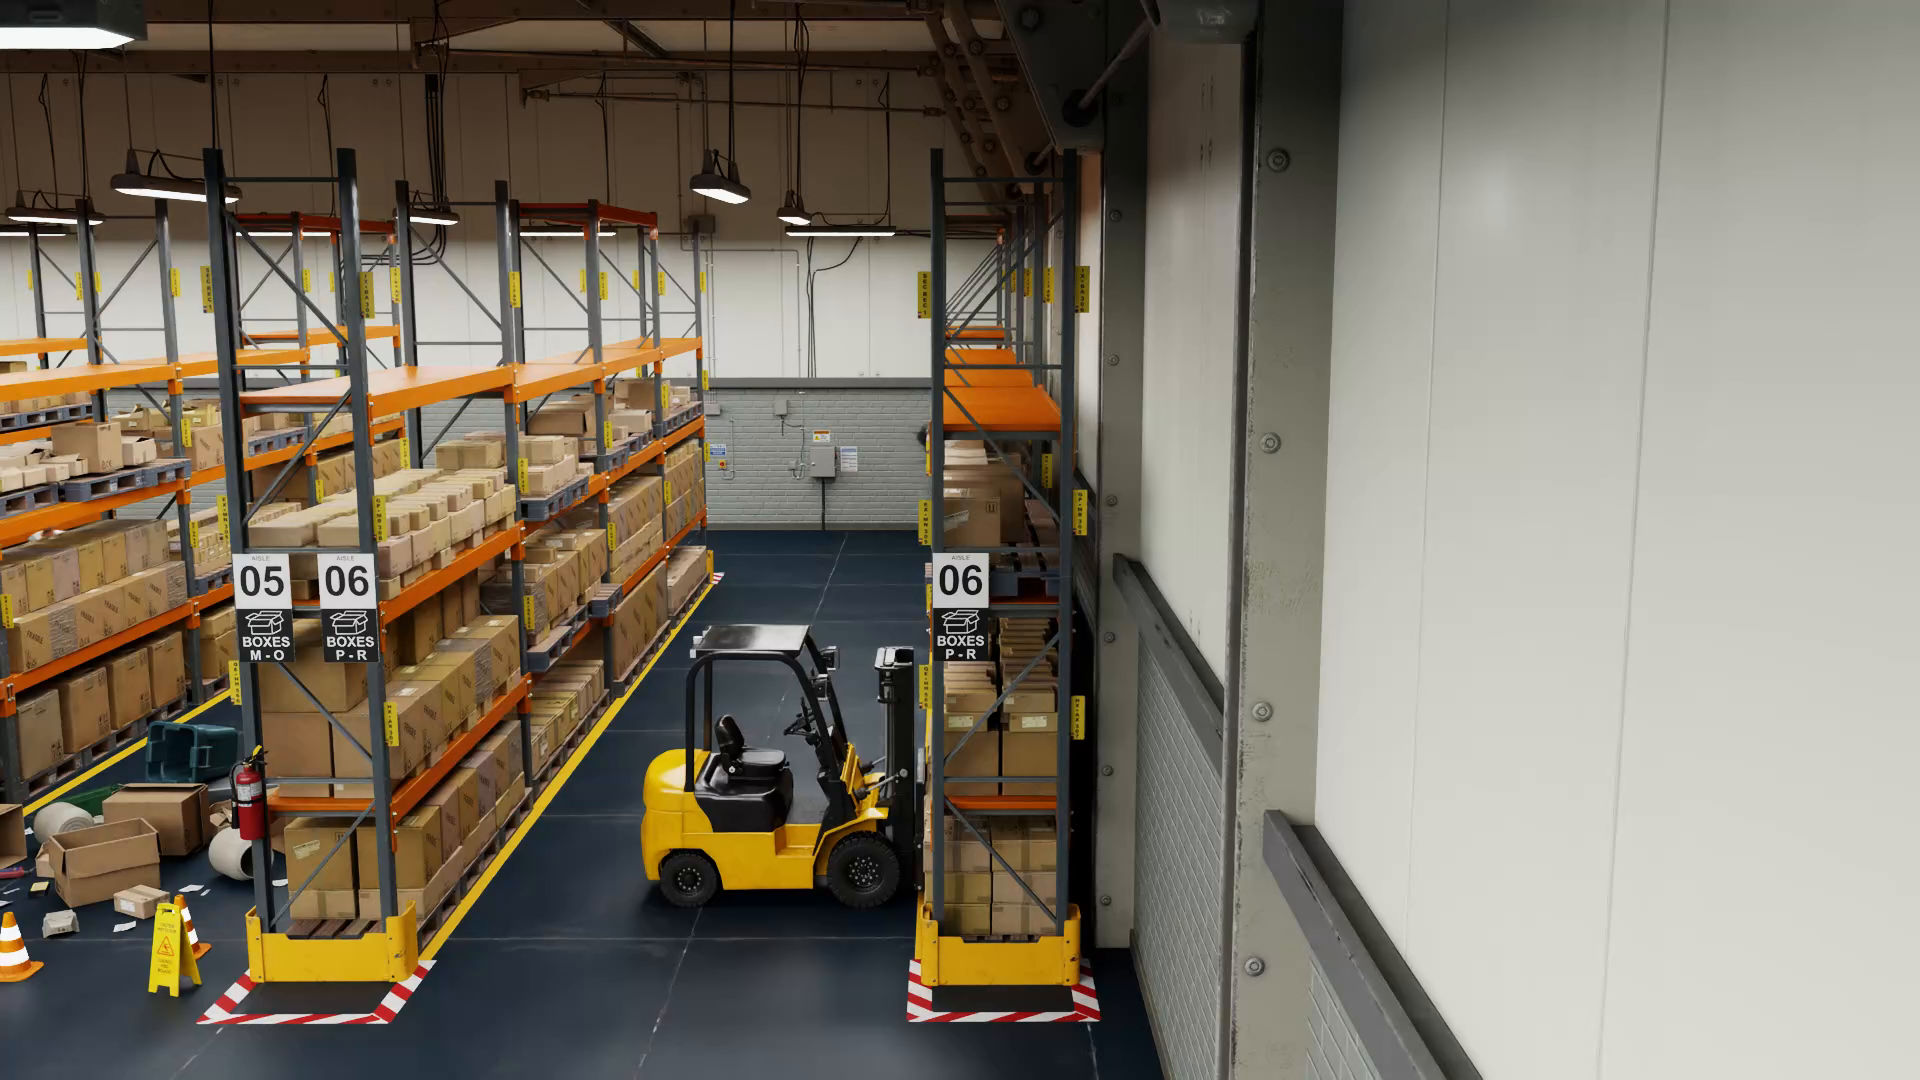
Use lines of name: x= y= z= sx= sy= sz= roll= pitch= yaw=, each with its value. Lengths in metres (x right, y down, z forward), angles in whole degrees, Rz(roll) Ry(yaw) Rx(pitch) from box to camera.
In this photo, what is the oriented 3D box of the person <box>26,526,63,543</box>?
person: x=-12.953 y=0.513 z=23.696 sx=0.638 sy=1.841 sz=0.783 roll=-1 pitch=9 yaw=-5
